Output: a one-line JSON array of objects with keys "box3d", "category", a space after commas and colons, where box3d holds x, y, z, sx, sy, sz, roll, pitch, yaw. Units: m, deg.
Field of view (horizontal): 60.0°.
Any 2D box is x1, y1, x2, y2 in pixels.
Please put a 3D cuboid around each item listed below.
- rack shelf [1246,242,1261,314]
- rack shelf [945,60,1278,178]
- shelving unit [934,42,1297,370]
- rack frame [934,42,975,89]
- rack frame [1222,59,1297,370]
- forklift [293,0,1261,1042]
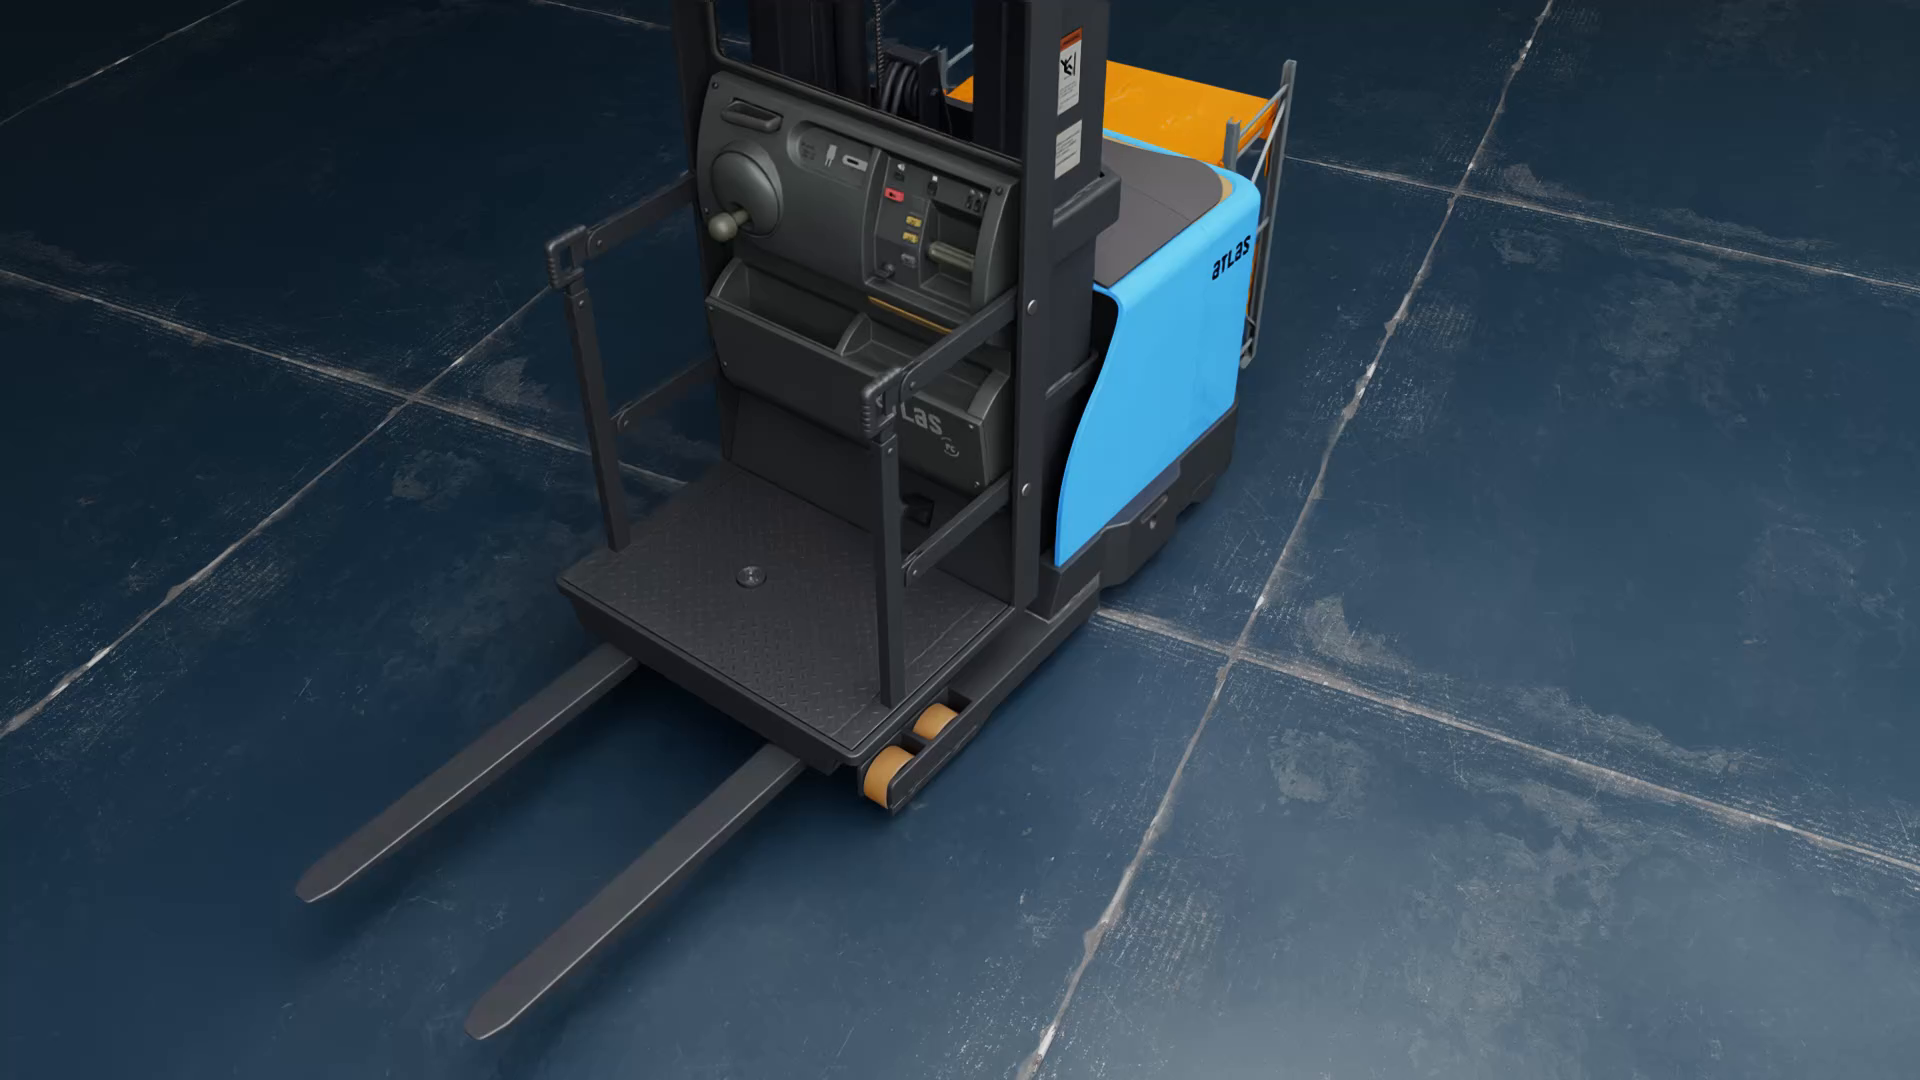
[{"box3d": [0.495, -0.943, 5.852, 1.000, 0.278, 0.538, 21, 45, 22], "category": "rack shelf"}, {"box3d": [0.495, -1.349, 5.501, 1.000, 0.278, 0.538, 21, 45, 22], "category": "rack shelf"}, {"box3d": [0.495, -1.128, 5.692, 1.048, 1.125, 0.538, 21, 45, 22], "category": "shelving unit"}, {"box3d": [0.055, -1.294, 5.885, 0.032, 1.125, 0.500, 21, 45, 22], "category": "rack frame"}, {"box3d": [0.935, -0.961, 5.500, 0.032, 1.125, 0.500, 21, 45, 22], "category": "rack frame"}, {"box3d": [-0.403, -0.761, 3.890, 1.130, 2.935, 3.031, 27, 47, 27], "category": "forklift"}]
